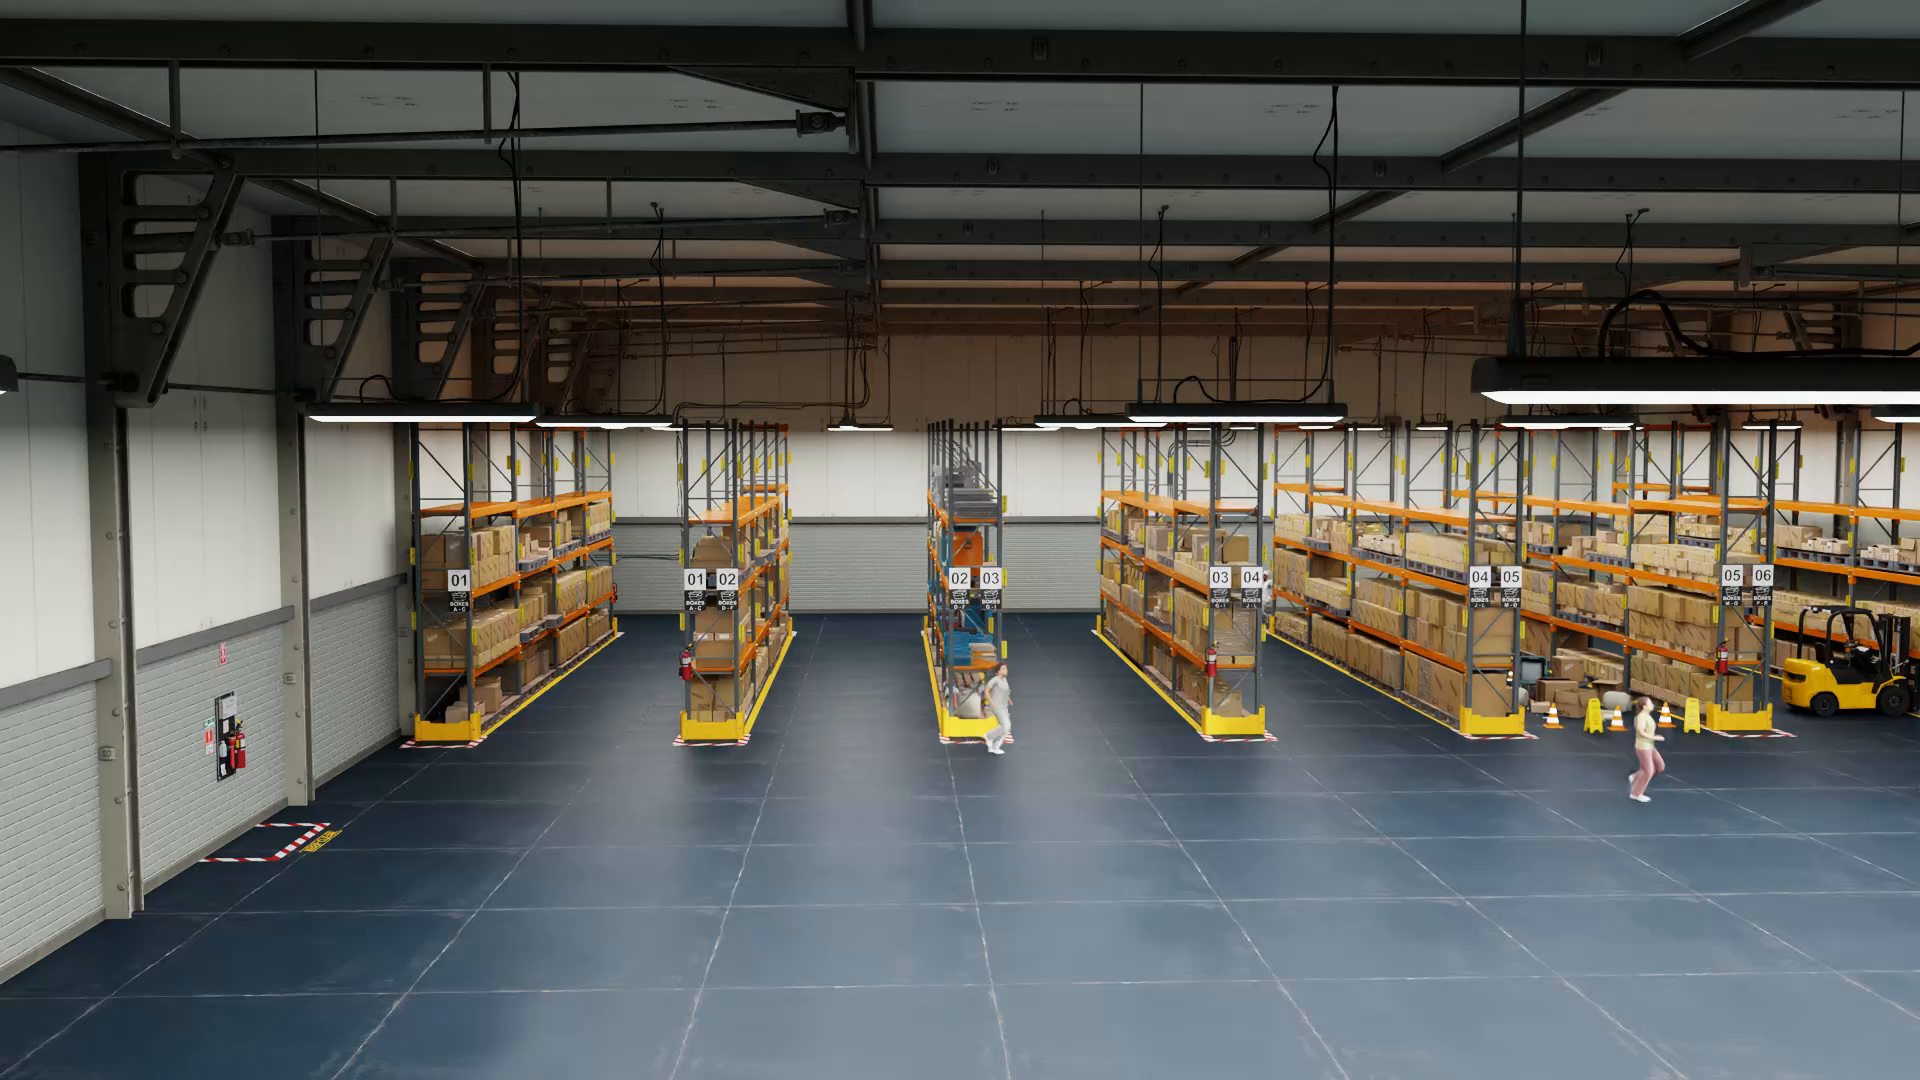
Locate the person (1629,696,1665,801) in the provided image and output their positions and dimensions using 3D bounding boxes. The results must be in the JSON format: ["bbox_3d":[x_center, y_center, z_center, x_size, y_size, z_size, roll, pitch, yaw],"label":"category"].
[{"bbox_3d":[10.688,3.244,25.868,0.525,1.640,0.627,2,4,29],"label":"person"}]

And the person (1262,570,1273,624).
[{"bbox_3d":[8.898,1.747,48.808,0.553,1.723,0.734,-3,4,-36],"label":"person"}]

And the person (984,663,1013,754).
[{"bbox_3d":[0.698,3.009,29.754,0.528,1.637,0.563,2,4,33],"label":"person"}]
